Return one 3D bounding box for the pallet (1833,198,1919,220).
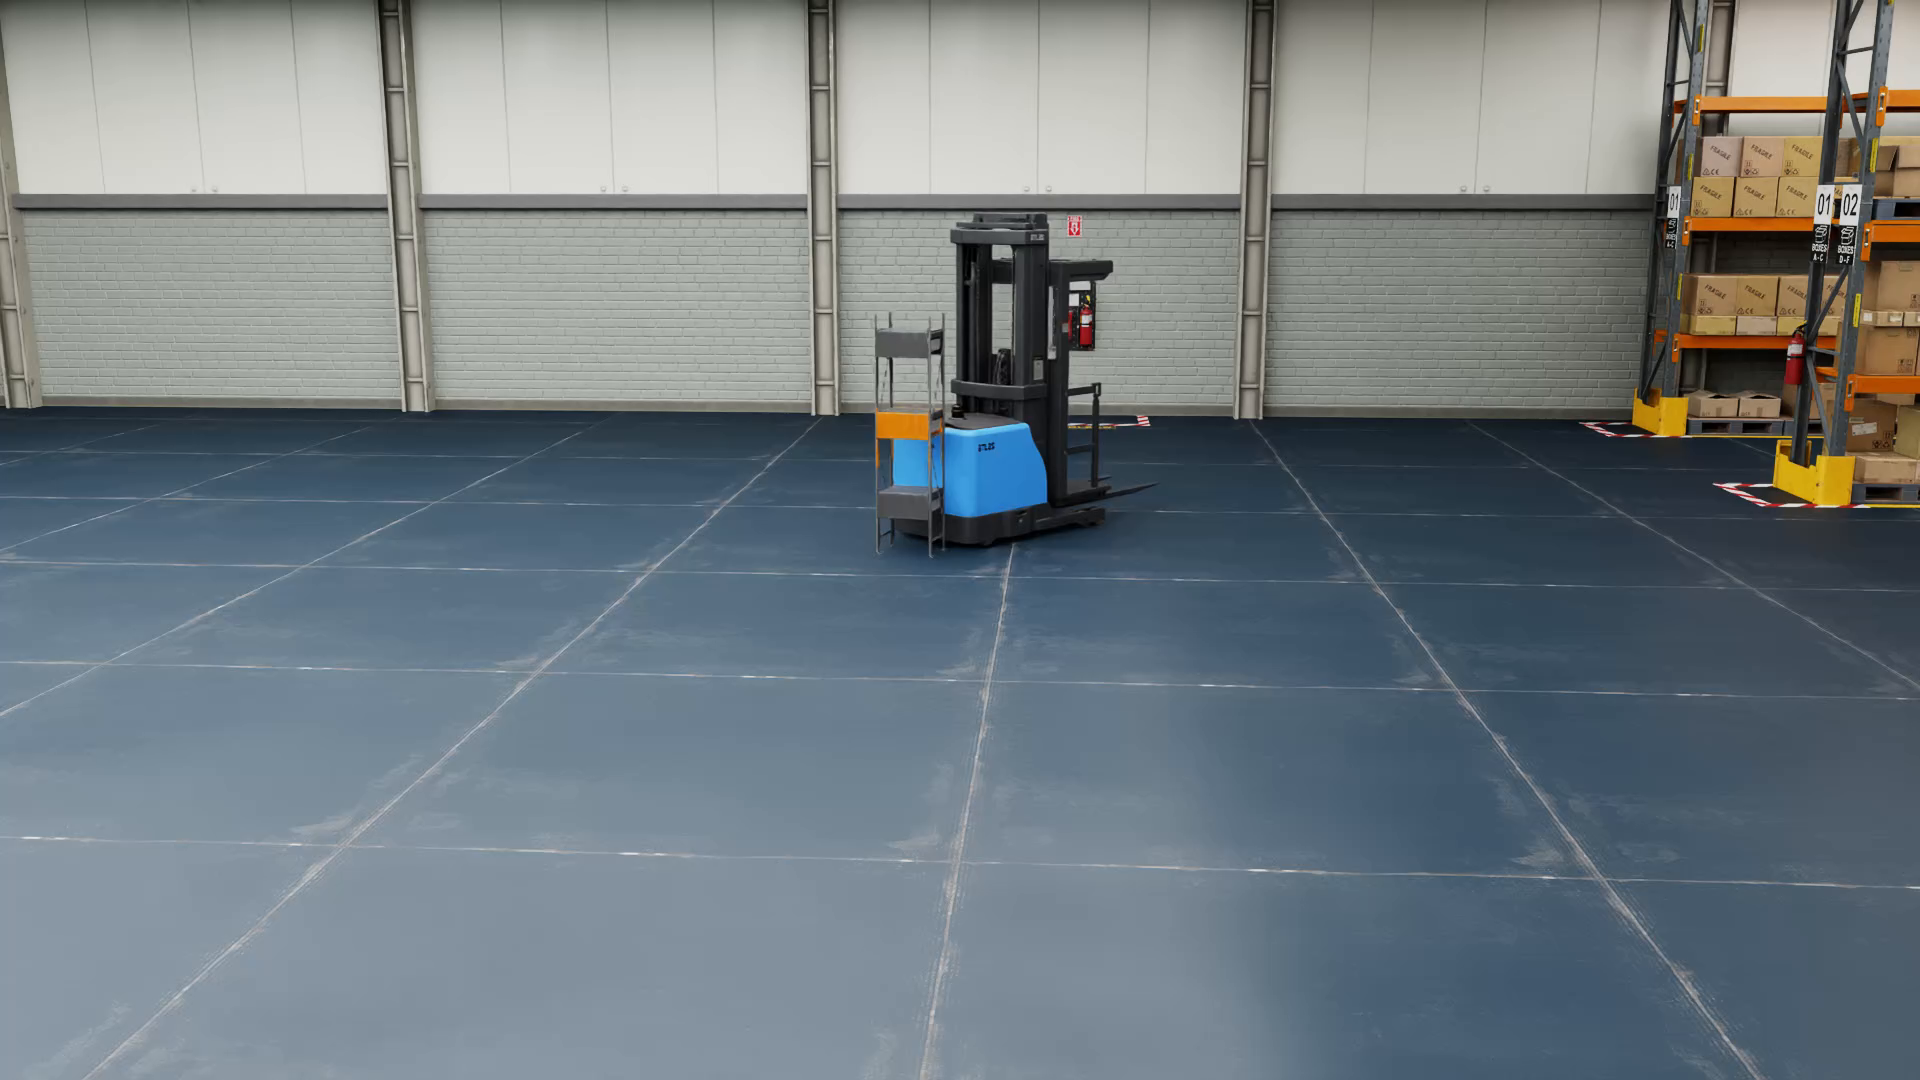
[{"bbox_3d":[9.675,-3.348,16.821,1.213,0.211,1.003,1,12,4],"label":"pallet"}]

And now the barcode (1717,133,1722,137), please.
[{"bbox_3d":[10.040,-5.343,21.990,0.075,0.075,0.001,1,12,4],"label":"barcode"}]

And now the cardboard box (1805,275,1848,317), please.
[{"bbox_3d":[11.278,-3.164,21.537,0.500,0.500,0.500,1,12,6],"label":"cardboard box"}]

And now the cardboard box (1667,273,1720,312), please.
[{"bbox_3d":[9.783,-3.291,22.142,0.500,0.500,0.500,1,12,3],"label":"cardboard box"}]

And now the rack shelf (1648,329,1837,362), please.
[{"bbox_3d":[11.294,-2.571,21.972,4.000,0.370,1.077,1,12,4],"label":"rack shelf"}]

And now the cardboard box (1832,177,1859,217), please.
[{"bbox_3d":[11.203,-4.398,21.329,0.500,0.500,0.500,2,12,7],"label":"cardboard box"}]

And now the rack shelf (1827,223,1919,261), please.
[{"bbox_3d":[10.967,-3.027,16.827,4.000,0.370,1.077,1,12,4],"label":"rack shelf"}]

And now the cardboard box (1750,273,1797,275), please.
[{"bbox_3d":[10.801,-3.276,22.070,0.500,0.500,0.500,0,12,2],"label":"cardboard box"}]

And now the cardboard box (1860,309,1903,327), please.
[{"bbox_3d":[9.348,-2.256,16.878,0.250,0.149,0.380,1,12,3],"label":"cardboard box"}]

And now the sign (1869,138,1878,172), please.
[{"bbox_3d":[8.928,-3.760,16.245,0.005,0.325,0.100,1,12,4],"label":"sign"}]

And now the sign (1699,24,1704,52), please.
[{"bbox_3d":[9.262,-6.272,20.781,0.005,0.325,0.100,1,12,4],"label":"sign"}]

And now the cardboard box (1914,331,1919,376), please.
[{"bbox_3d":[9.960,-1.972,17.108,0.500,0.500,0.700,1,12,5],"label":"cardboard box"}]

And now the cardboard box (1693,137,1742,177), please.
[{"bbox_3d":[9.667,-4.912,21.345,0.500,0.500,0.500,0,12,0],"label":"cardboard box"}]

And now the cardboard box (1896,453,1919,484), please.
[{"bbox_3d":[9.991,-0.739,17.148,0.500,0.250,0.500,1,12,4],"label":"cardboard box"}]

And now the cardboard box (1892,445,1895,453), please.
[{"bbox_3d":[10.026,-0.847,17.662,0.500,0.250,0.500,1,12,4],"label":"cardboard box"}]

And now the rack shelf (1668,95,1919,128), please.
[{"bbox_3d":[11.294,-5.506,21.358,4.000,0.370,1.077,1,12,4],"label":"rack shelf"}]

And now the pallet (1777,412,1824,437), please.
[{"bbox_3d":[11.397,-1.549,22.140,1.213,0.211,1.003,1,12,4],"label":"pallet"}]

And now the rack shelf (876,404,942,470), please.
[{"bbox_3d":[-0.432,-0.907,14.526,0.480,0.518,0.431,4,12,18],"label":"rack shelf"}]

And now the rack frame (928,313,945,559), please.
[{"bbox_3d":[-0.200,-0.905,14.450,0.015,2.100,0.400,4,12,18],"label":"rack frame"}]

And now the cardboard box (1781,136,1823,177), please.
[{"bbox_3d":[10.676,-4.890,21.240,0.500,0.500,0.500,1,12,5],"label":"cardboard box"}]

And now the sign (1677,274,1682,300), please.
[{"bbox_3d":[9.262,-3.263,21.411,0.005,0.325,0.100,1,12,4],"label":"sign"}]

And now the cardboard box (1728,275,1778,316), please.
[{"bbox_3d":[10.247,-3.177,21.599,0.500,0.500,0.500,1,12,4],"label":"cardboard box"}]

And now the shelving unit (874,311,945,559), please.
[{"bbox_3d":[-0.432,-0.921,14.523,0.503,2.100,0.431,4,12,18],"label":"shelving unit"}]

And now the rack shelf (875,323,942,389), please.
[{"bbox_3d":[-0.432,-1.593,14.383,0.480,0.518,0.431,4,12,18],"label":"rack shelf"}]

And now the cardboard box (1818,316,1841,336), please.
[{"bbox_3d":[11.295,-2.796,21.606,0.500,0.250,0.500,1,12,4],"label":"cardboard box"}]

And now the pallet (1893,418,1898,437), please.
[{"bbox_3d":[12.617,-1.533,22.062,1.213,0.211,1.003,1,12,4],"label":"pallet"}]

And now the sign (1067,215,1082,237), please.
[{"bbox_3d":[1.604,-4.396,23.280,0.199,0.298,0.001,1,12,4],"label":"sign"}]

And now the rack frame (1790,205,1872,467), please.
[{"bbox_3d":[8.971,-1.938,17.191,0.127,3.000,1.000,1,12,4],"label":"rack frame"}]

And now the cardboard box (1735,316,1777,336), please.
[{"bbox_3d":[10.283,-2.811,21.680,0.500,0.250,0.500,0,12,2],"label":"cardboard box"}]

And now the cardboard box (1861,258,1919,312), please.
[{"bbox_3d":[9.489,-2.613,17.001,0.500,0.500,0.700,1,12,4],"label":"cardboard box"}]

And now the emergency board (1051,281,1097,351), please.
[{"bbox_3d":[1.605,-3.241,23.419,0.643,1.169,0.194,1,12,4],"label":"emergency board"}]

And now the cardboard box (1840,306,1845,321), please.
[{"bbox_3d":[9.365,-2.339,17.275,0.250,0.149,0.380,1,12,3],"label":"cardboard box"}]

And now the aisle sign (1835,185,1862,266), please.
[{"bbox_3d":[8.885,-3.149,16.630,0.004,0.787,0.394,1,12,4],"label":"aisle sign"}]

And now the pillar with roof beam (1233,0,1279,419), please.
[{"bbox_3d":[3.780,-5.257,18.402,0.400,9.000,9.100,1,12,4],"label":"pillar with roof beam"}]

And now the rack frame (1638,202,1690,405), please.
[{"bbox_3d":[9.298,-2.951,22.029,0.127,3.000,1.000,1,12,4],"label":"rack frame"}]

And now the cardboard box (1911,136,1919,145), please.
[{"bbox_3d":[12.221,-4.869,21.139,0.500,0.500,0.500,1,12,7],"label":"cardboard box"}]

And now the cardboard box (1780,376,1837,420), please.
[{"bbox_3d":[11.280,-1.886,21.973,0.500,0.500,0.700,0,12,0],"label":"cardboard box"}]

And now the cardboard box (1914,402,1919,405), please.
[{"bbox_3d":[12.754,-1.726,22.018,0.250,0.166,0.380,-1,12,-4],"label":"cardboard box"}]

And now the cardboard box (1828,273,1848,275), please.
[{"bbox_3d":[11.822,-3.264,22.014,0.500,0.500,0.500,1,12,5],"label":"cardboard box"}]

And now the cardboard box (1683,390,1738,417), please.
[{"bbox_3d":[9.983,-1.822,22.126,0.500,0.311,0.500,-1,12,-3],"label":"cardboard box"}]

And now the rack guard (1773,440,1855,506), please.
[{"bbox_3d":[8.947,-0.715,17.448,0.348,0.500,1.175,1,12,4],"label":"rack guard"}]

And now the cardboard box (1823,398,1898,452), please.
[{"bbox_3d":[9.526,-1.219,17.608,0.500,0.500,0.500,1,12,4],"label":"cardboard box"}]

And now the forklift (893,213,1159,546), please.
[{"bbox_3d":[0.747,-1.618,15.826,1.130,2.935,3.031,11,16,42],"label":"forklift"}]

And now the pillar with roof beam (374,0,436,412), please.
[{"bbox_3d":[-8.193,-5.421,19.187,0.400,9.000,9.100,1,12,4],"label":"pillar with roof beam"}]

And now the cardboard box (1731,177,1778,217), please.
[{"bbox_3d":[10.149,-4.407,21.374,0.500,0.500,0.500,2,12,8],"label":"cardboard box"}]

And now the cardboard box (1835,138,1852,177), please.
[{"bbox_3d":[11.283,-4.989,21.715,0.500,0.500,0.500,1,12,4],"label":"cardboard box"}]
